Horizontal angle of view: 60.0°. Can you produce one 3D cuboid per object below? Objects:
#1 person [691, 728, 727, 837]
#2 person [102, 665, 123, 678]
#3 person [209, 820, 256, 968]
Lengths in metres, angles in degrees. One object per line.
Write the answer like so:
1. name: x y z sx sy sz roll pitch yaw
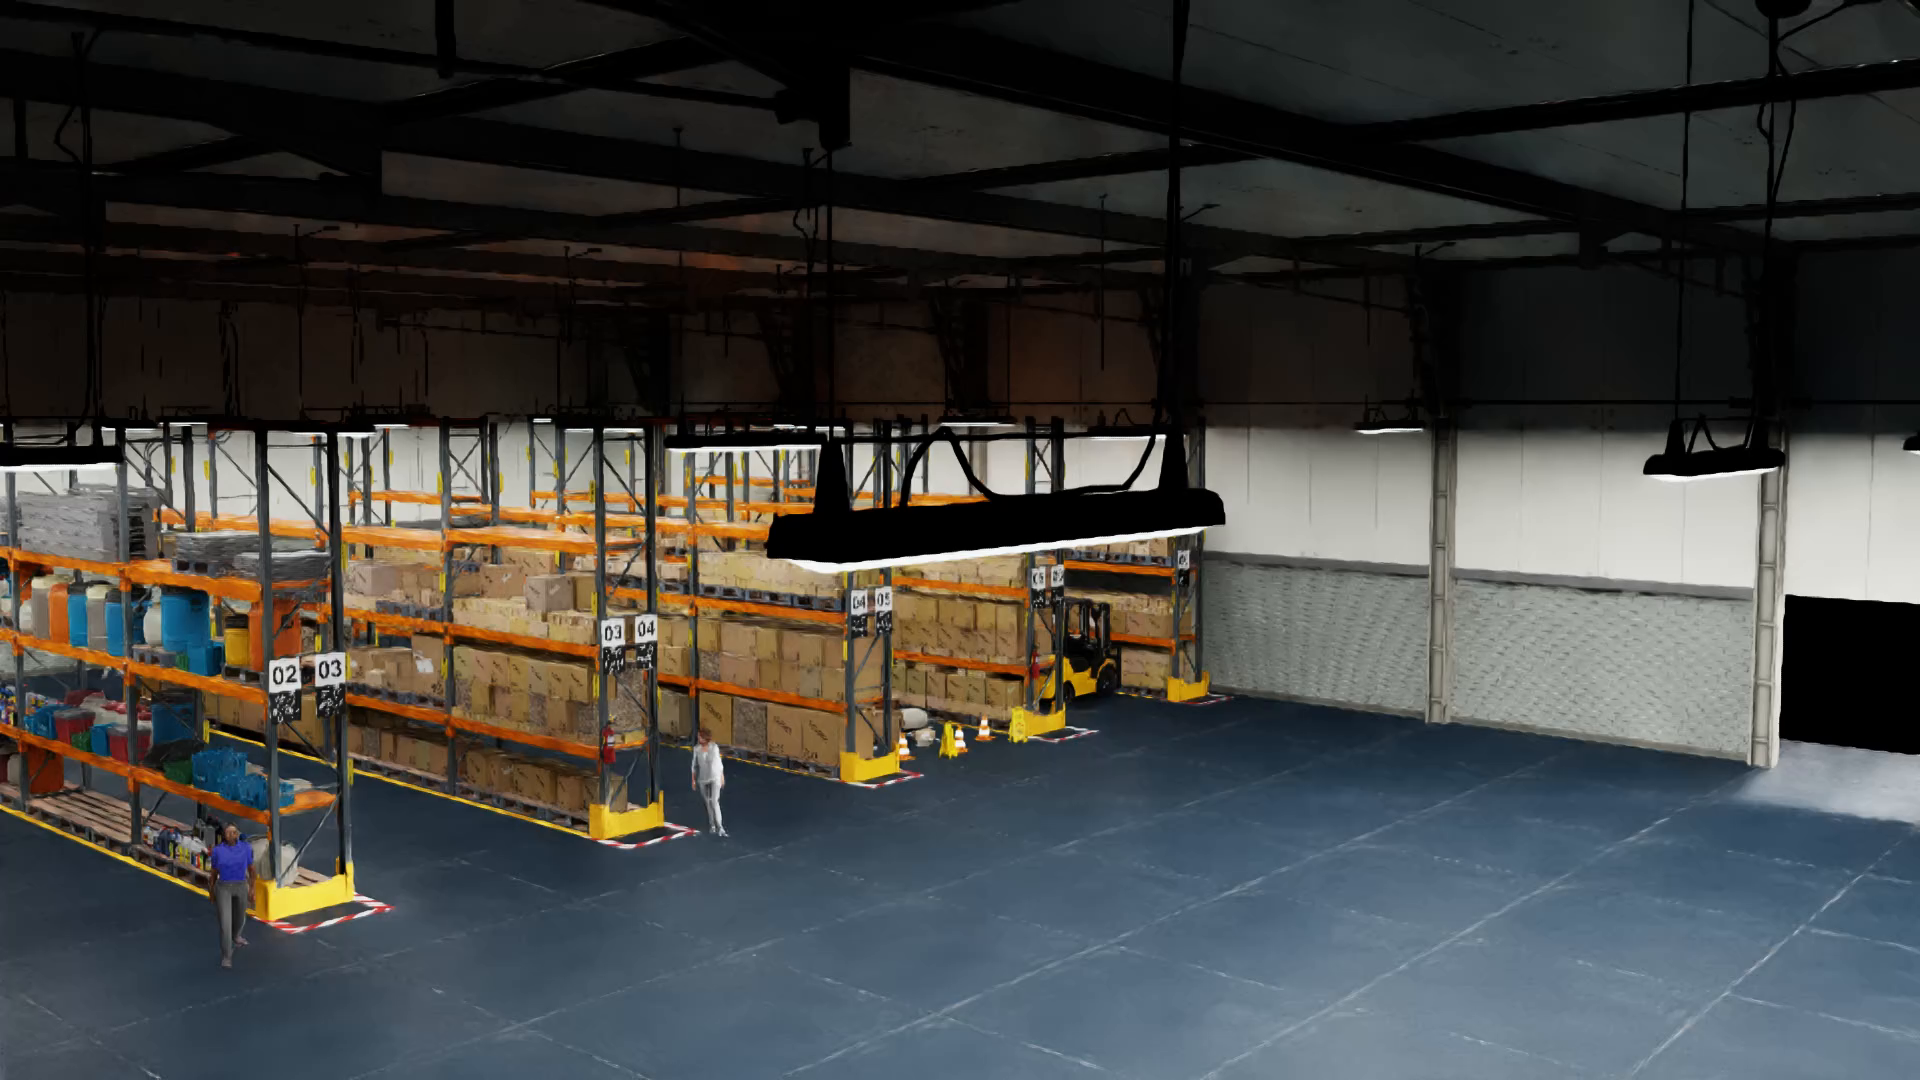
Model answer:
1. person: -3.643 3.510 24.289 0.530 1.586 0.463 1 5 7
2. person: -19.423 2.336 38.263 0.530 1.655 0.711 0 5 -4
3. person: -8.260 3.951 18.891 0.474 1.600 0.915 -3 6 -32
